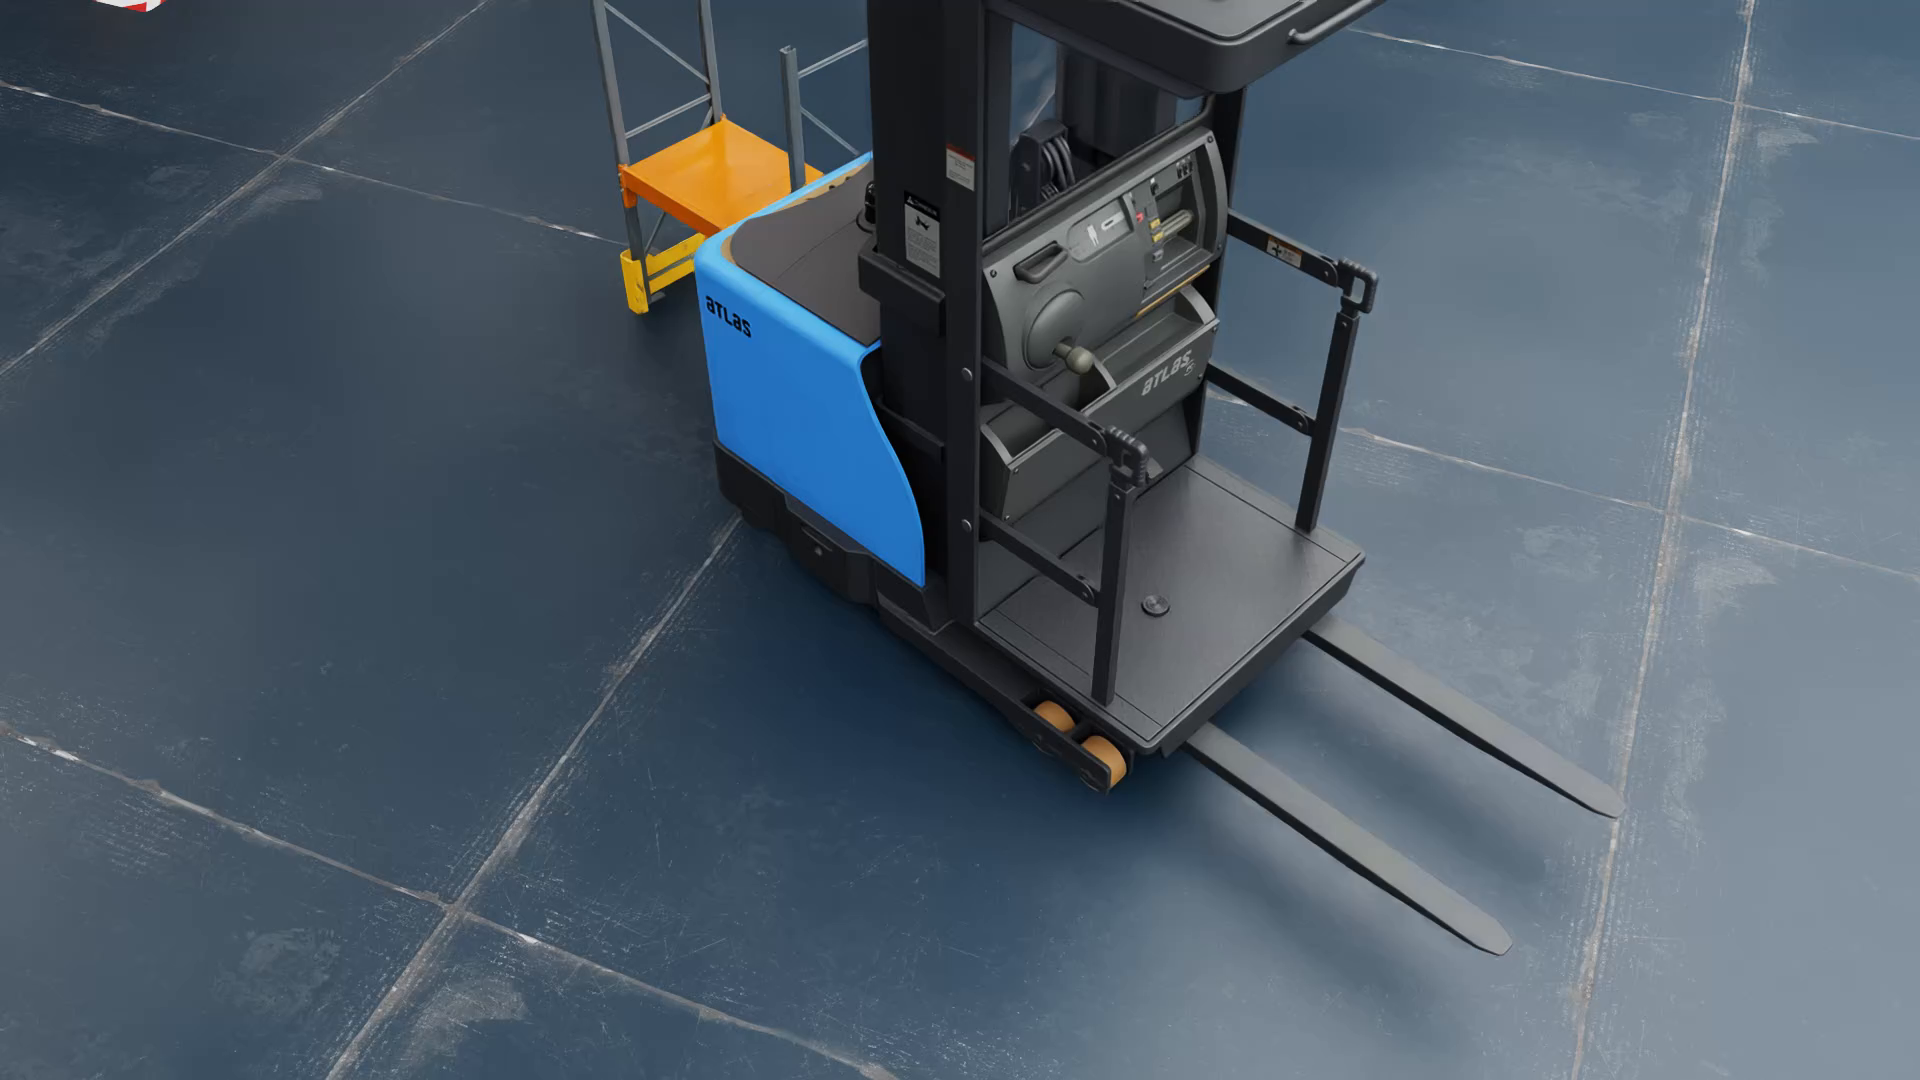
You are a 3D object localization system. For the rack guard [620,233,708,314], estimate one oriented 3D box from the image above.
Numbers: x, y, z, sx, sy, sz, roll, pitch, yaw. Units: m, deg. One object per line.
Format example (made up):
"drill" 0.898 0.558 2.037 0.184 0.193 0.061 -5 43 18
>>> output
"rack guard" -1.108 -1.157 6.736 0.087 0.250 0.587 34 54 29

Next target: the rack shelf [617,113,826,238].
"rack shelf" -0.743 -1.225 6.173 1.000 0.185 0.538 34 54 29

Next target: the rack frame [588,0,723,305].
"rack frame" -1.109 -1.601 6.296 0.032 1.500 0.500 34 54 29

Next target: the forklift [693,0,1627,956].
"forklift" 0.562 -0.706 4.382 3.031 2.935 1.130 34 54 30

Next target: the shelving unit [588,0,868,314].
"shelving unit" -0.749 -1.357 6.051 1.083 1.500 0.587 34 54 29

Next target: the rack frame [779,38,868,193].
"rack frame" -0.376 -1.104 5.797 0.032 1.500 0.500 34 54 29
